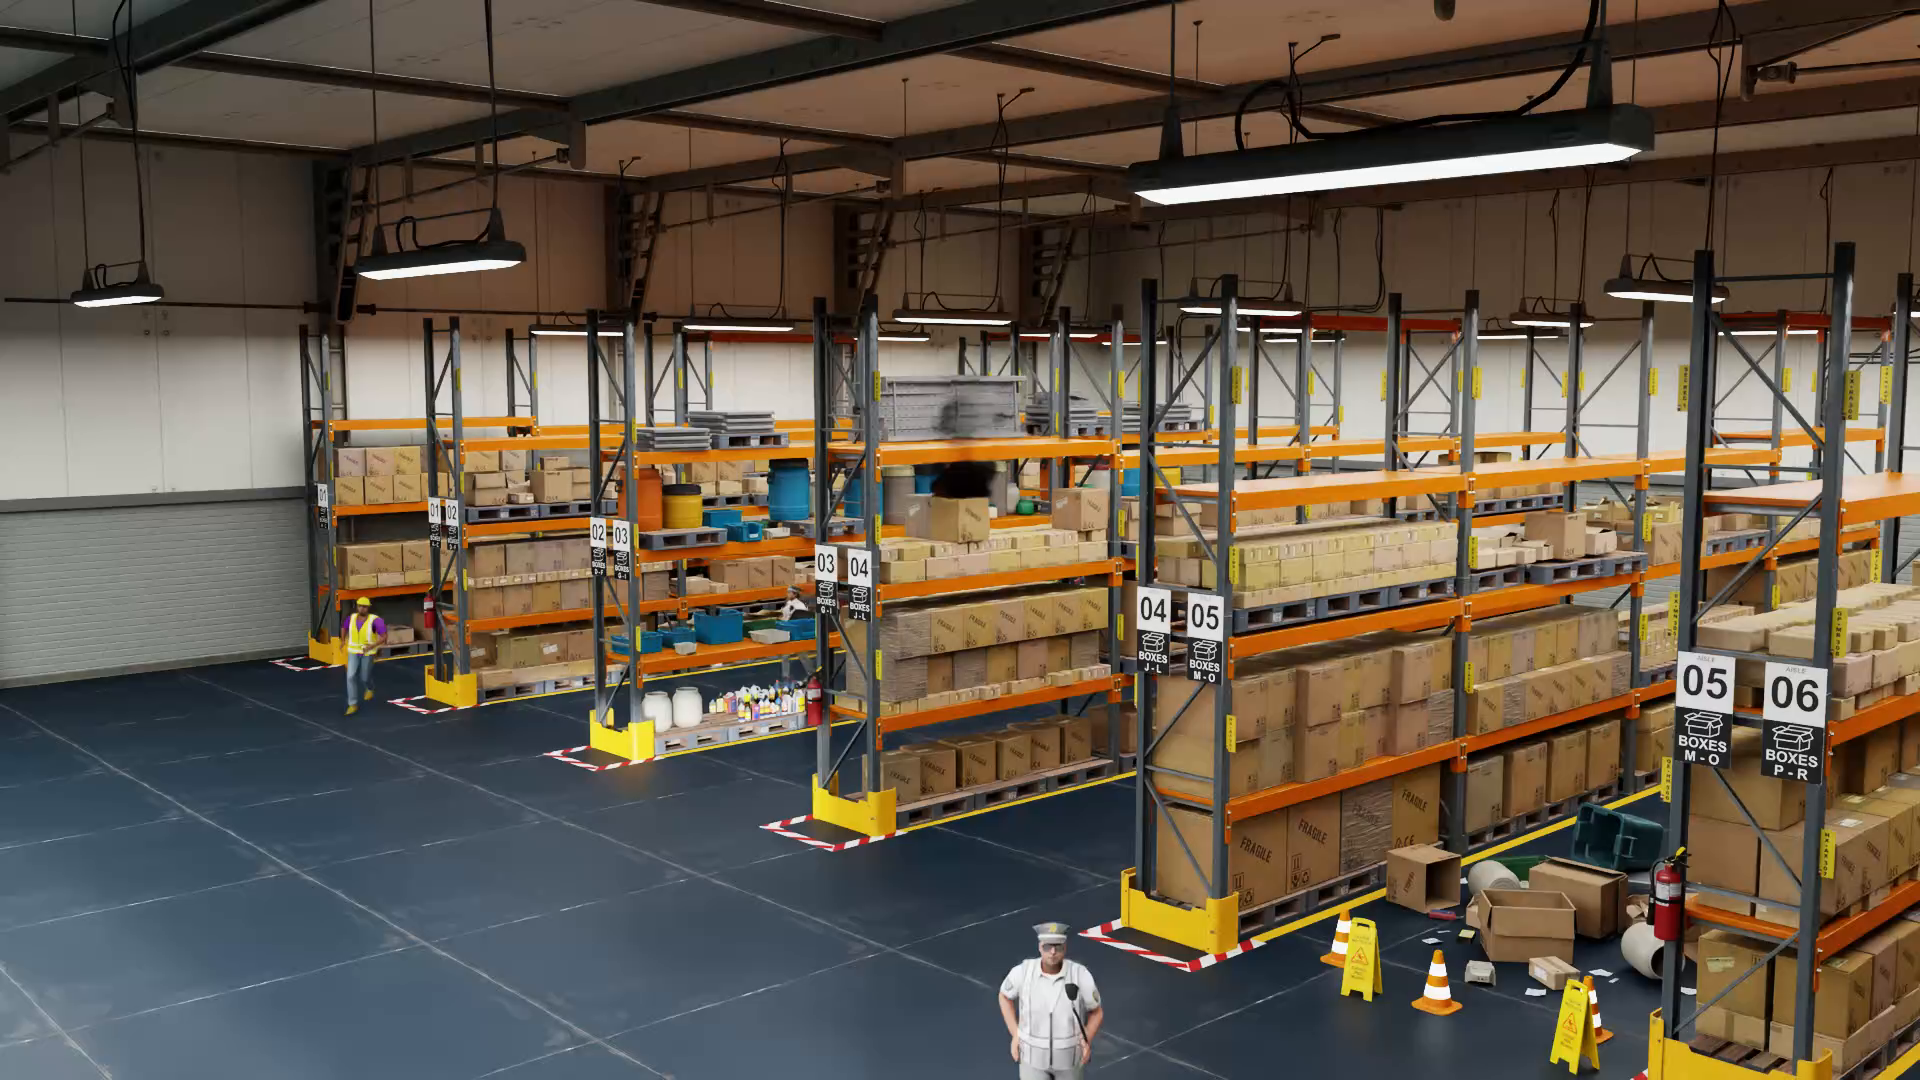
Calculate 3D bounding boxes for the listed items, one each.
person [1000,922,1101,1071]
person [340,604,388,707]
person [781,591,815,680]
[{"bbox_3d":[0.570,2.817,10.424,0.640,0.900,0.436,0,6,2],"label":"person"},{"bbox_3d":[-9.141,1.707,25.543,0.745,1.629,0.755,0,6,-3],"label":"person"},{"bbox_3d":[-2.634,1.528,27.300,0.585,1.542,0.644,5,8,43],"label":"person"}]
